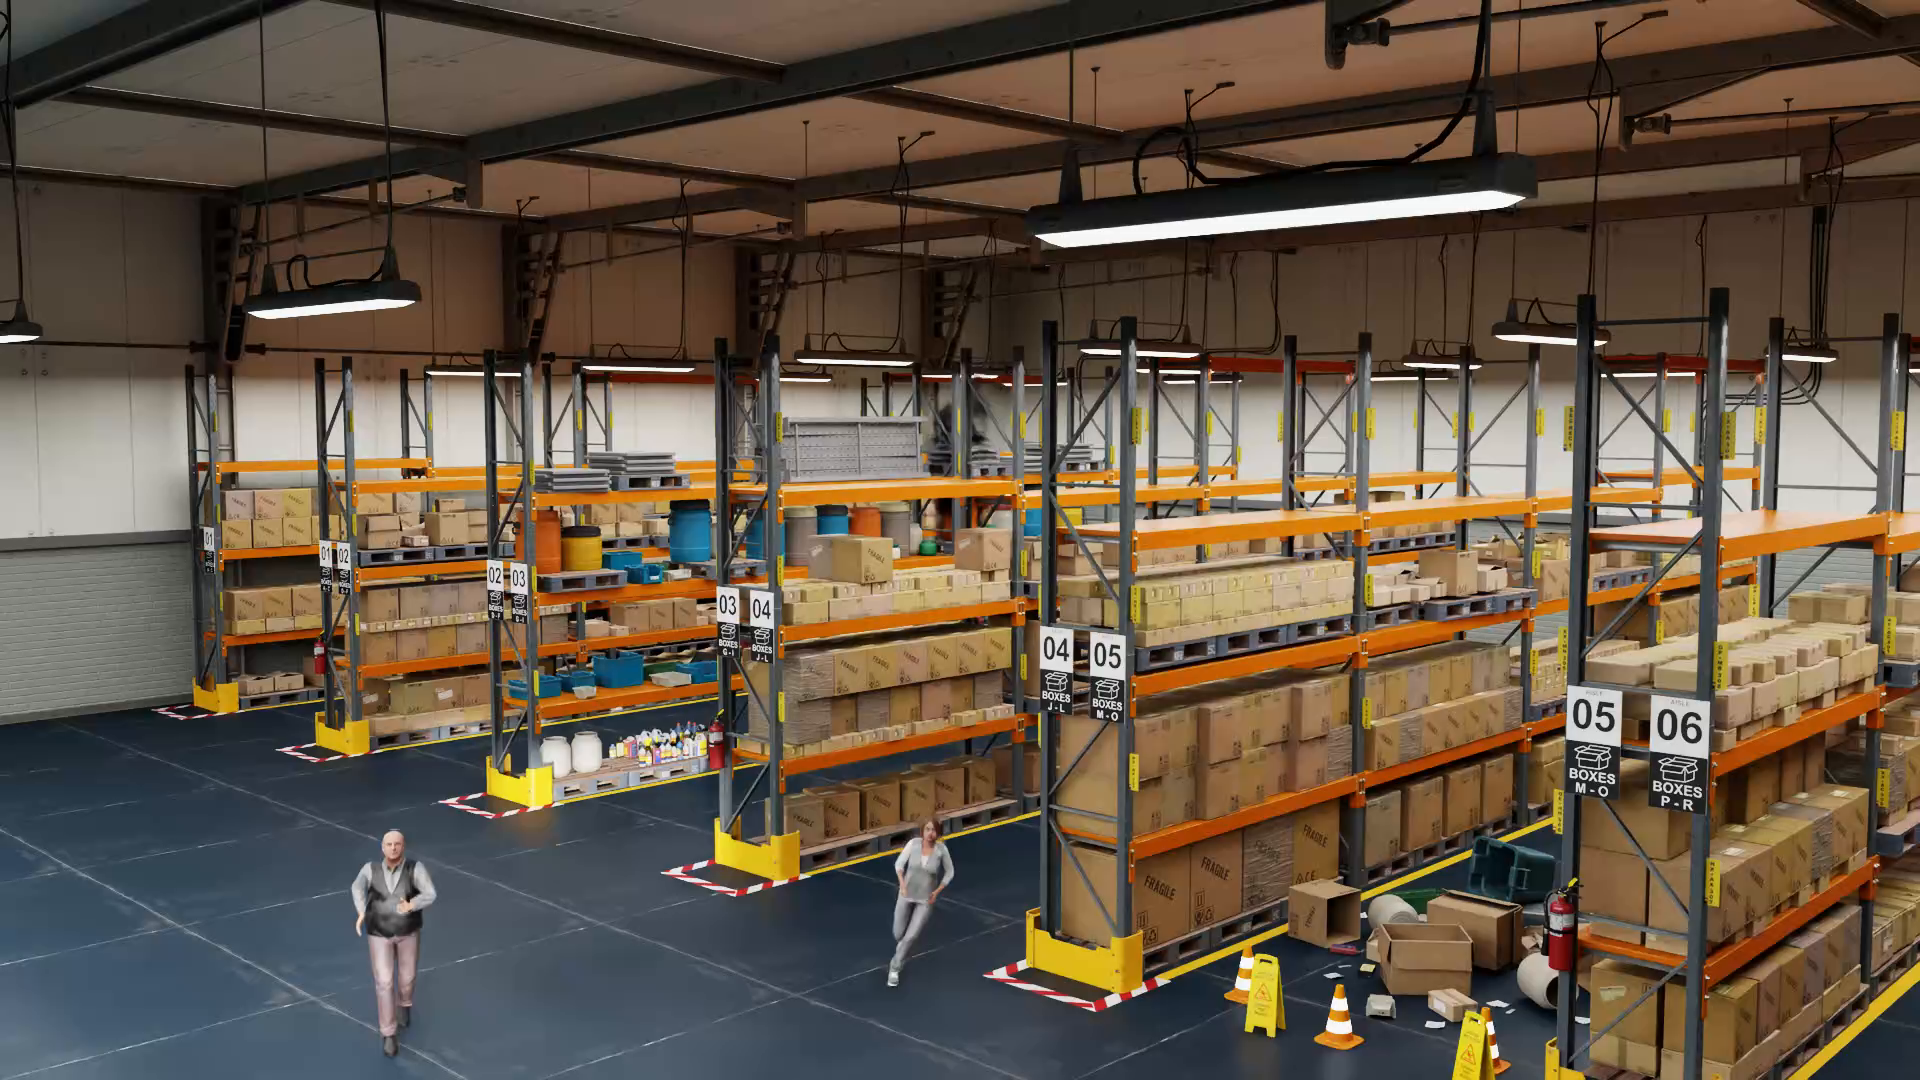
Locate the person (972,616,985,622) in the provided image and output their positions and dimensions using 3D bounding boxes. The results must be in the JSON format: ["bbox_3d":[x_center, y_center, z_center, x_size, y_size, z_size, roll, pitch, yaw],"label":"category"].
[{"bbox_3d":[0.168,1.784,32.549,0.638,1.693,0.771,4,6,39],"label":"person"}]

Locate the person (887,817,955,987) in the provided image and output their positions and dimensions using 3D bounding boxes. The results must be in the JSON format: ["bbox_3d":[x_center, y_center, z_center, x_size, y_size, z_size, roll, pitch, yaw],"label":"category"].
[{"bbox_3d":[-0.343,3.253,15.195,0.593,1.518,0.669,1,4,7],"label":"person"}]

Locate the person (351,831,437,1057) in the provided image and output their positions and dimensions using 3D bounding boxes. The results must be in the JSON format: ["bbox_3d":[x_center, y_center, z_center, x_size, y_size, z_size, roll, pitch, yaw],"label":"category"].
[{"bbox_3d":[-4.624,3.235,13.618,0.658,1.723,0.871,-2,5,-20],"label":"person"}]
